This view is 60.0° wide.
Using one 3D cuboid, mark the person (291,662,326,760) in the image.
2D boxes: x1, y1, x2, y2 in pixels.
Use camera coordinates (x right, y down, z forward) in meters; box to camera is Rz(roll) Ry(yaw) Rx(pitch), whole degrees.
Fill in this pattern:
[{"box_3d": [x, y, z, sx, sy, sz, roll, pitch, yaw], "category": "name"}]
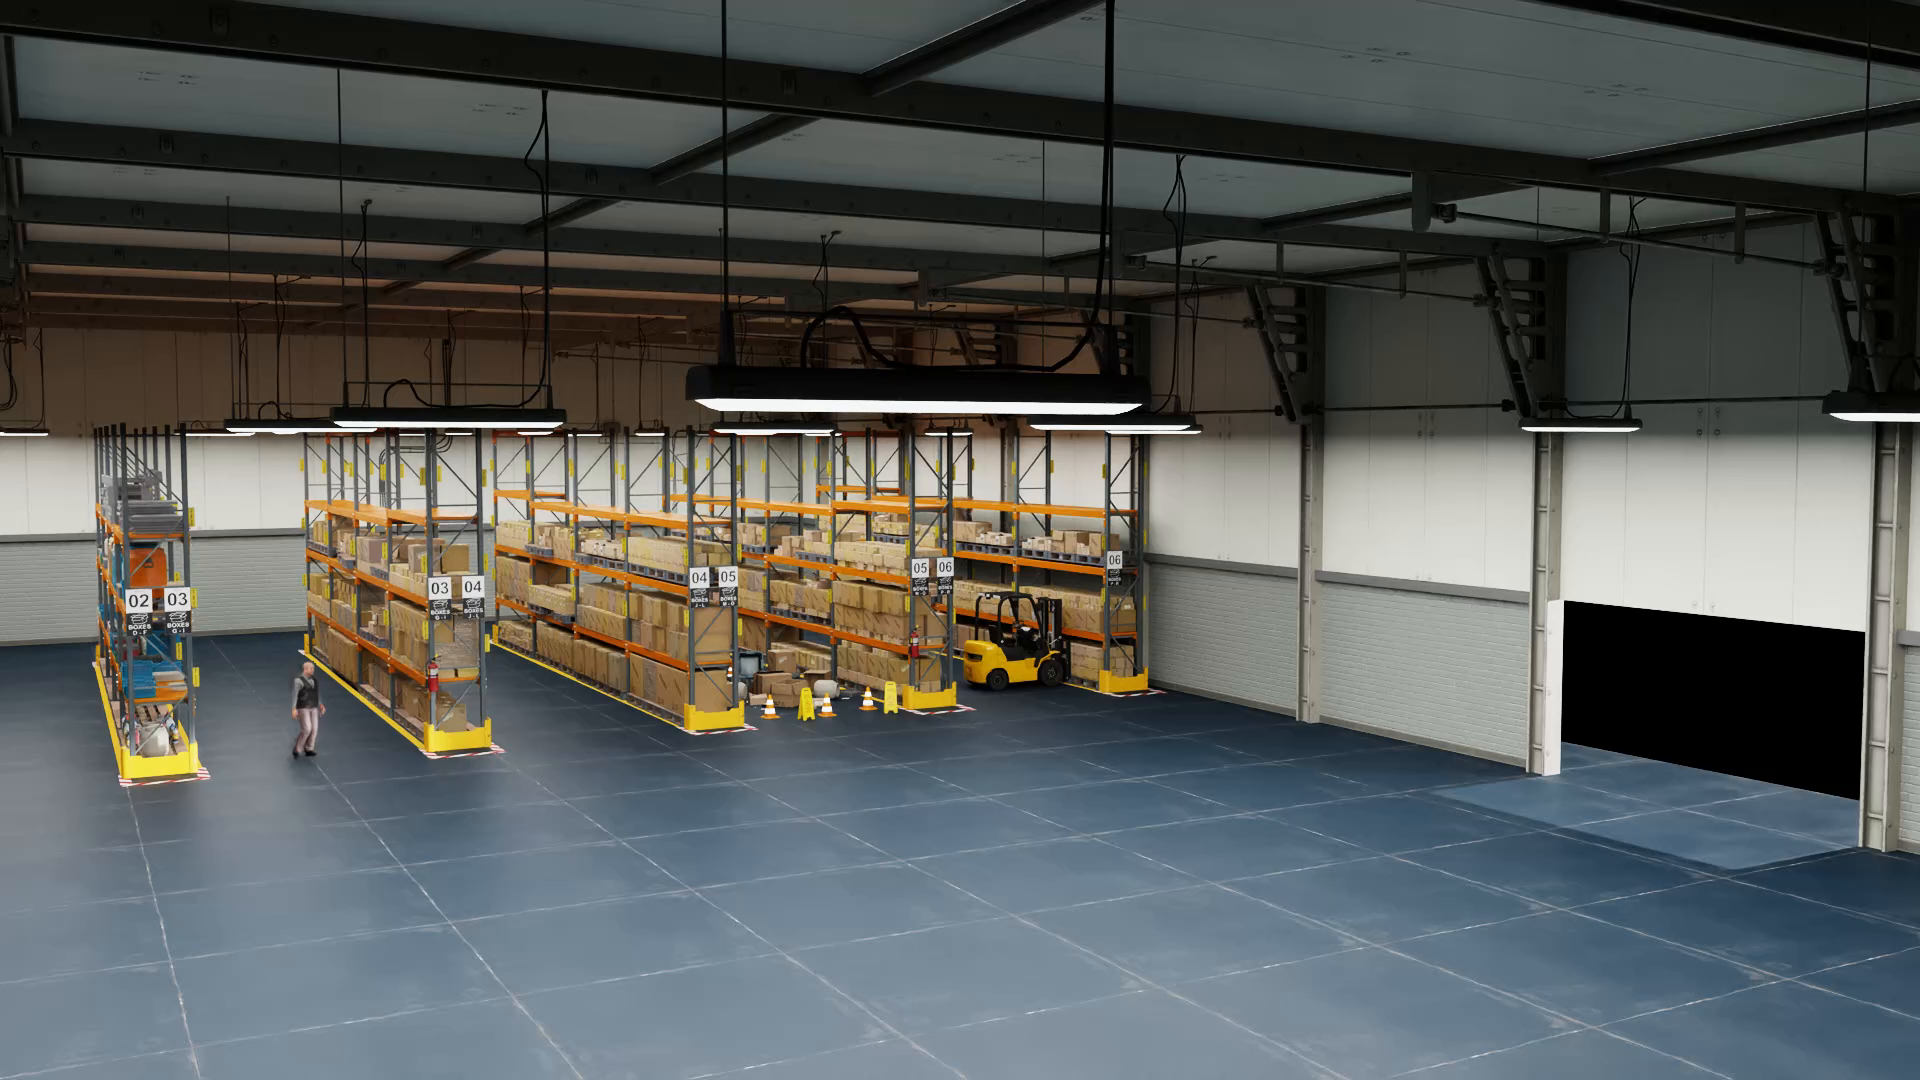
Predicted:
[{"box_3d": [-11.785, 3.076, 30.021, 0.398, 1.753, 0.651, 1, 4, 18], "category": "person"}]
